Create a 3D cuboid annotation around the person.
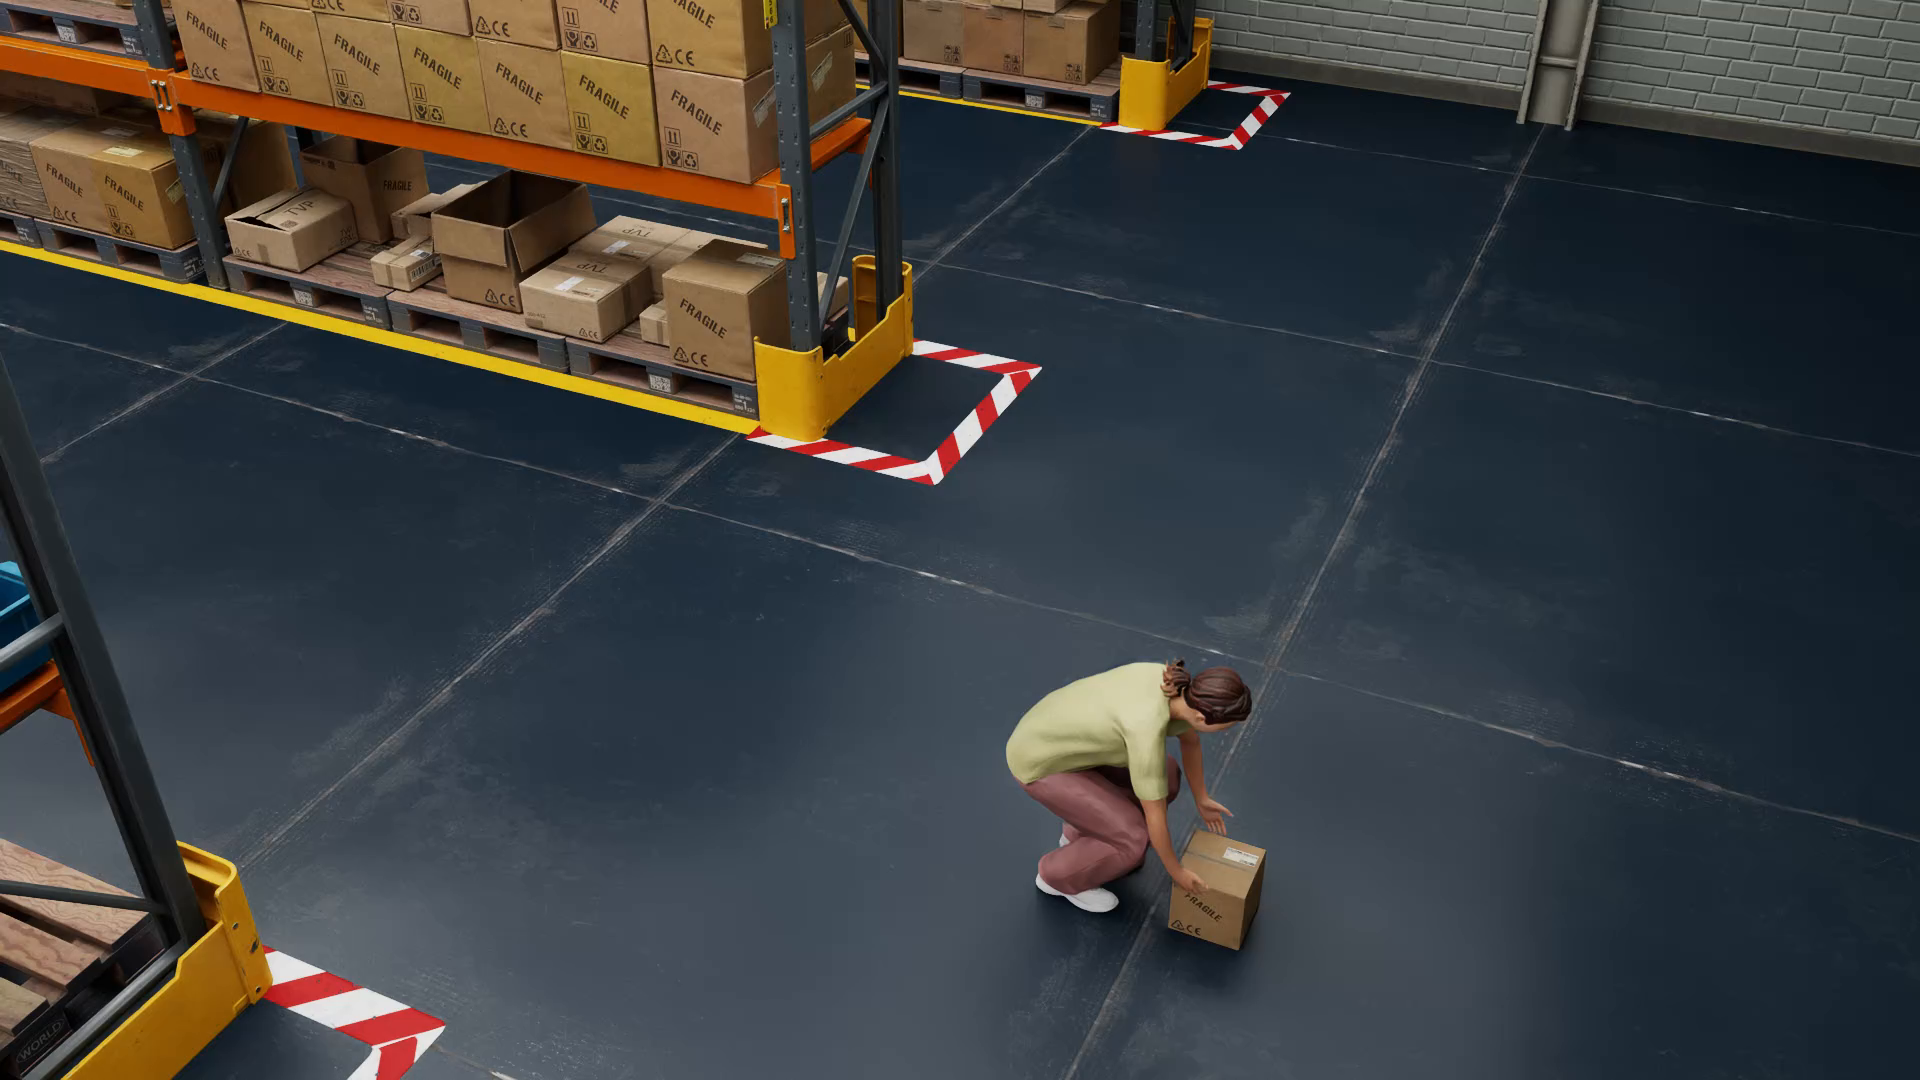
[{"bbox_3d":[0.557,0.777,5.594,0.782,0.998,0.494,14,36,20],"label":"person"}]
